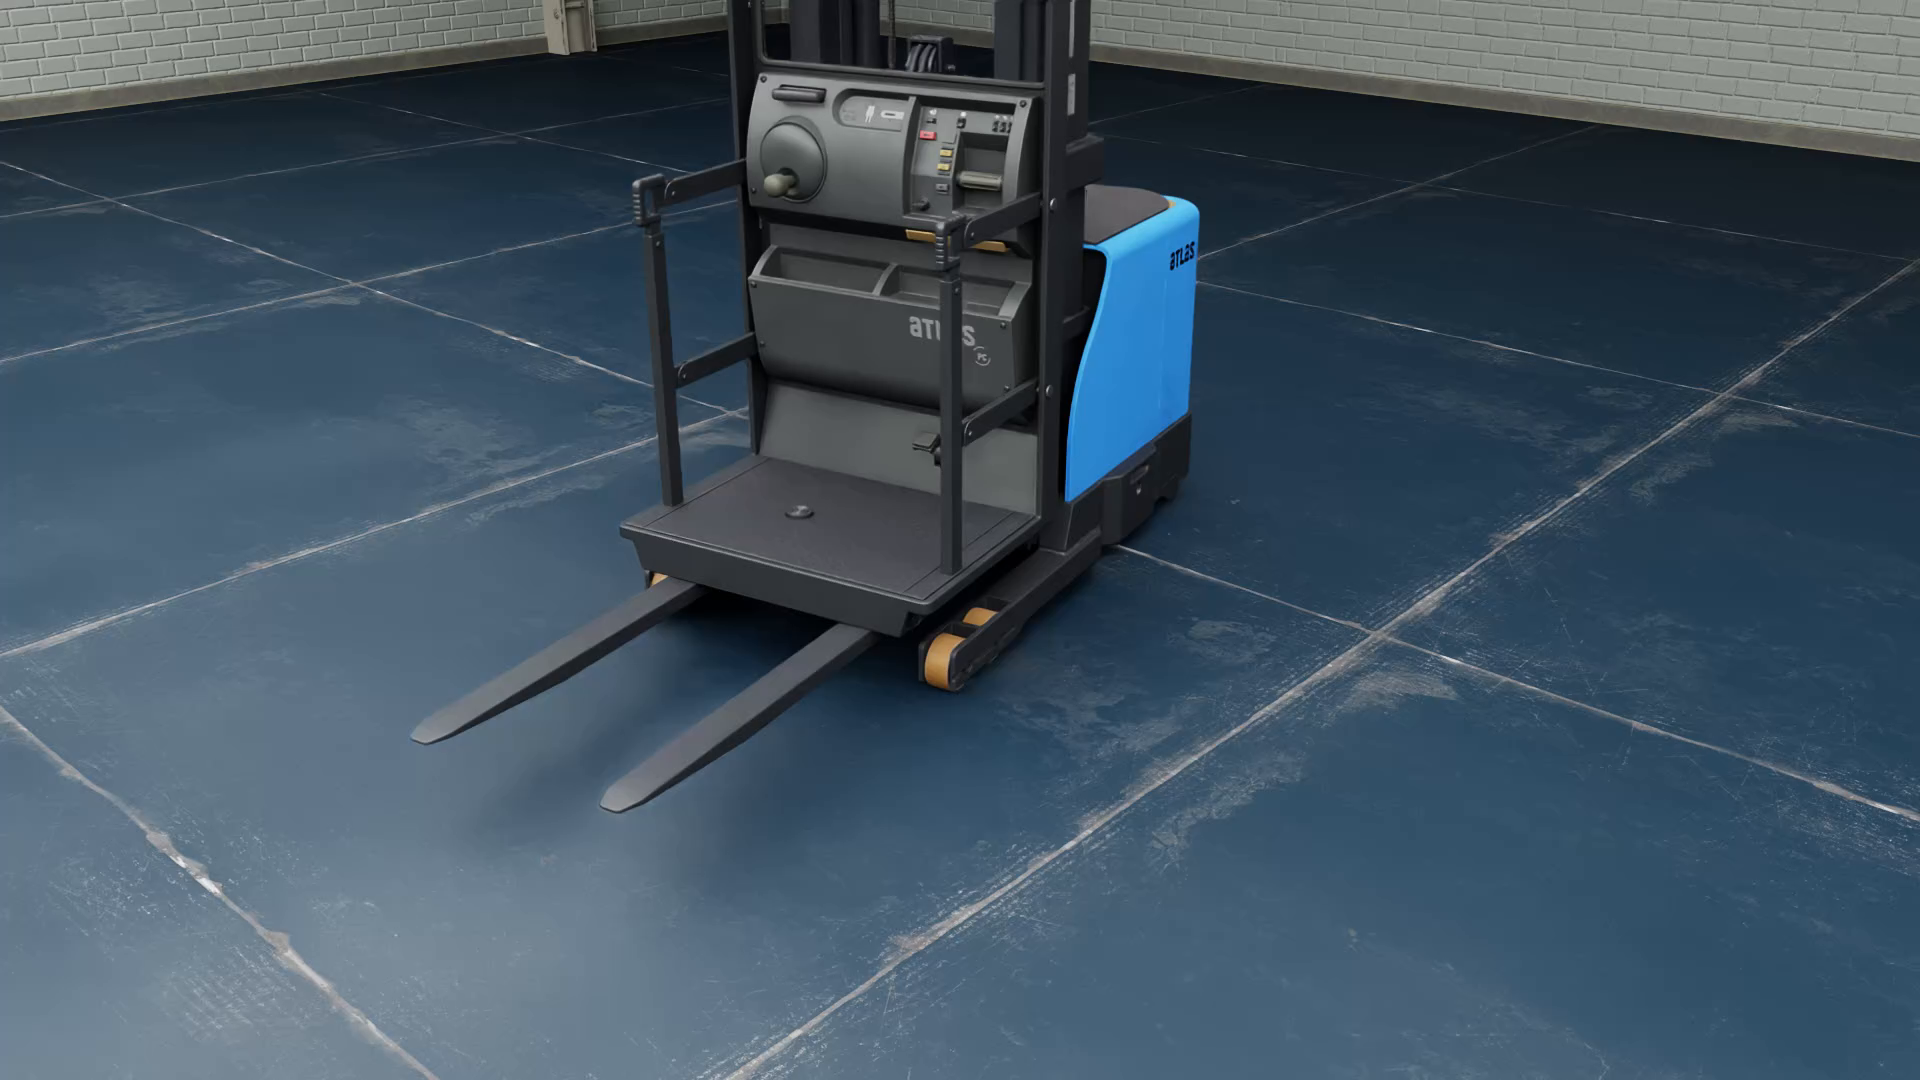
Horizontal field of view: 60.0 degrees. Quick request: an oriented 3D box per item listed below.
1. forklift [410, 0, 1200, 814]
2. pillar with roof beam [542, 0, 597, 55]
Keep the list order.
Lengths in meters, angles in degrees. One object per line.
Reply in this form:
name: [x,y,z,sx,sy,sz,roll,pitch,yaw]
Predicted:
forklift: [-0.323,-1.115,4.654,1.130,2.935,3.031,13,27,27]
pillar with roof beam: [-0.684,-7.833,12.221,9.100,9.000,0.400,20,31,38]
